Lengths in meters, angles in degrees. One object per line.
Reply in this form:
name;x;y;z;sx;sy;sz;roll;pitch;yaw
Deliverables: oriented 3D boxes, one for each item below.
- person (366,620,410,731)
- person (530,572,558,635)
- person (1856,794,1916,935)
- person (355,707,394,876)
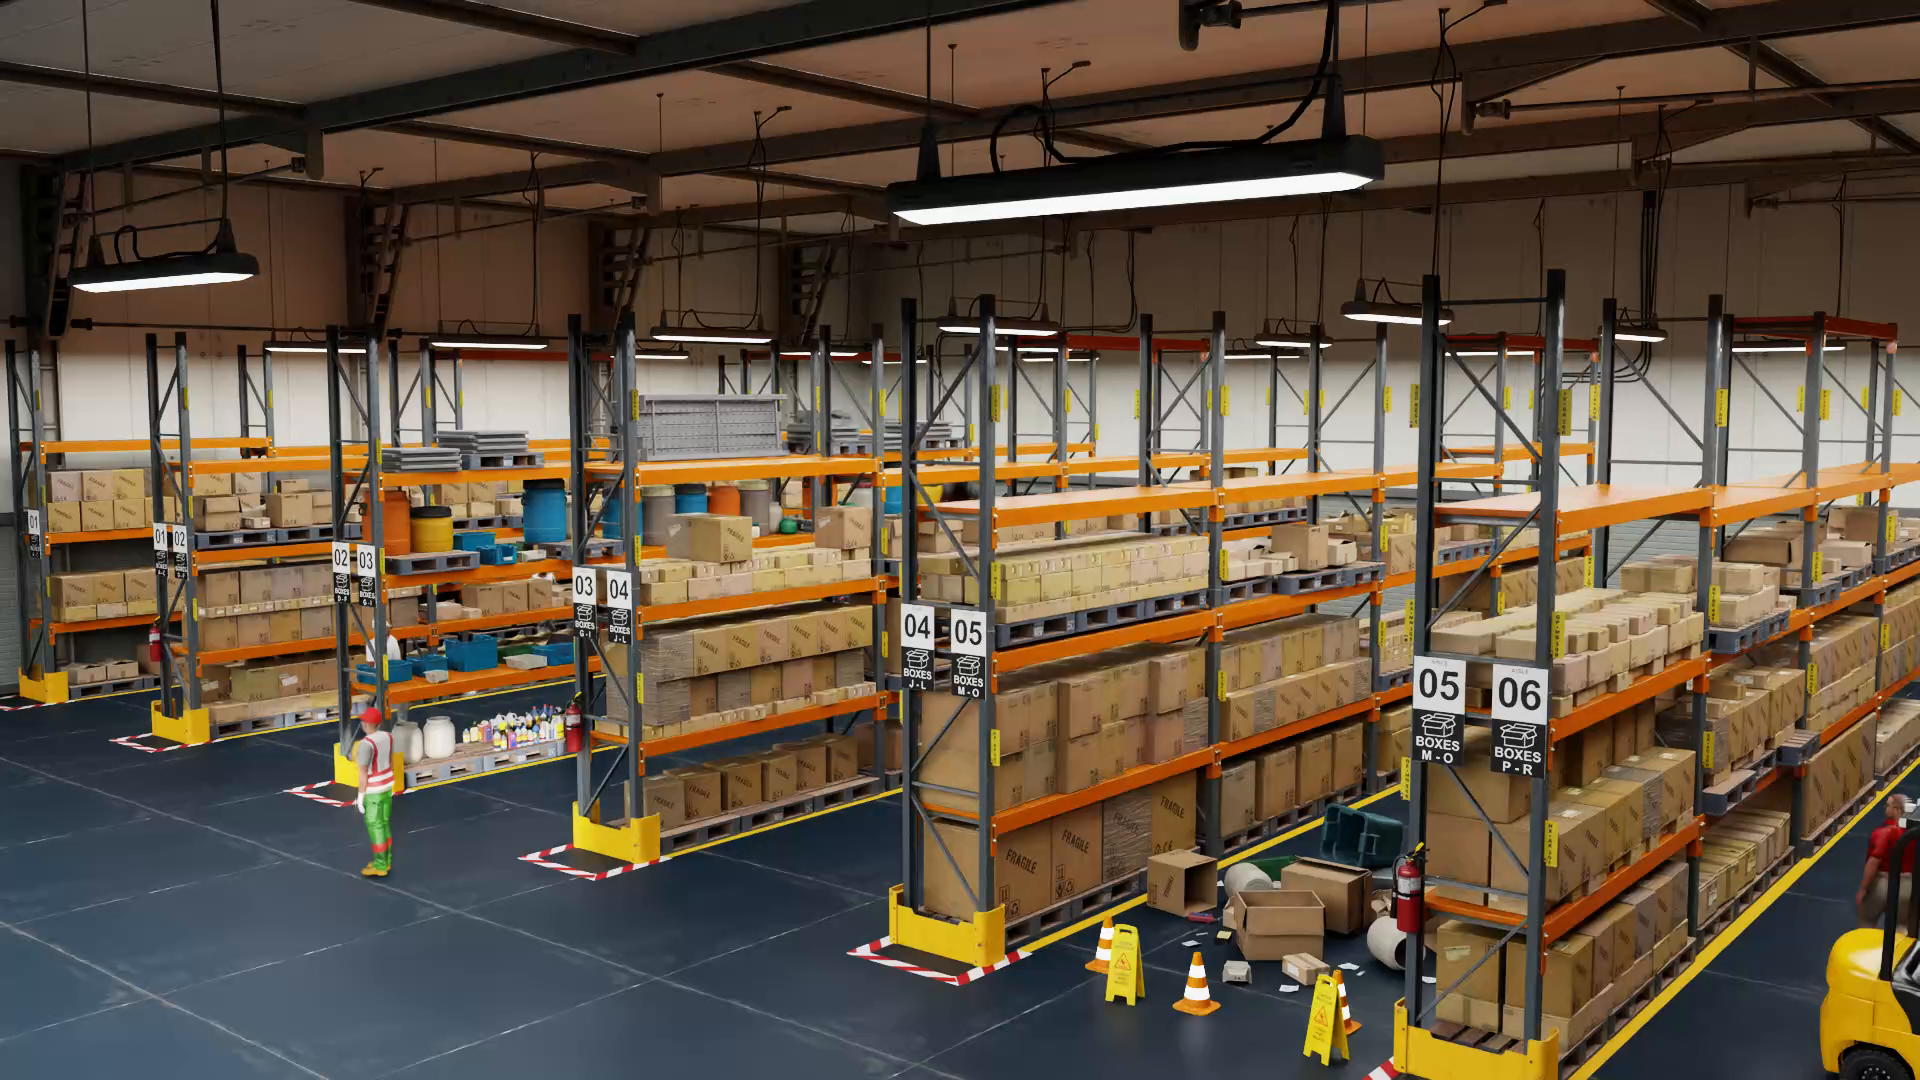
person;-8.563;2.065;24.933;0.490;1.792;0.699;4;7;41
person;-8.477;1.271;33.617;0.486;1.732;1.069;3;6;31
person;8.095;3.037;14.527;0.573;1.700;0.652;1;5;7
person;-6.249;2.666;17.709;0.378;1.792;0.612;1;5;12
